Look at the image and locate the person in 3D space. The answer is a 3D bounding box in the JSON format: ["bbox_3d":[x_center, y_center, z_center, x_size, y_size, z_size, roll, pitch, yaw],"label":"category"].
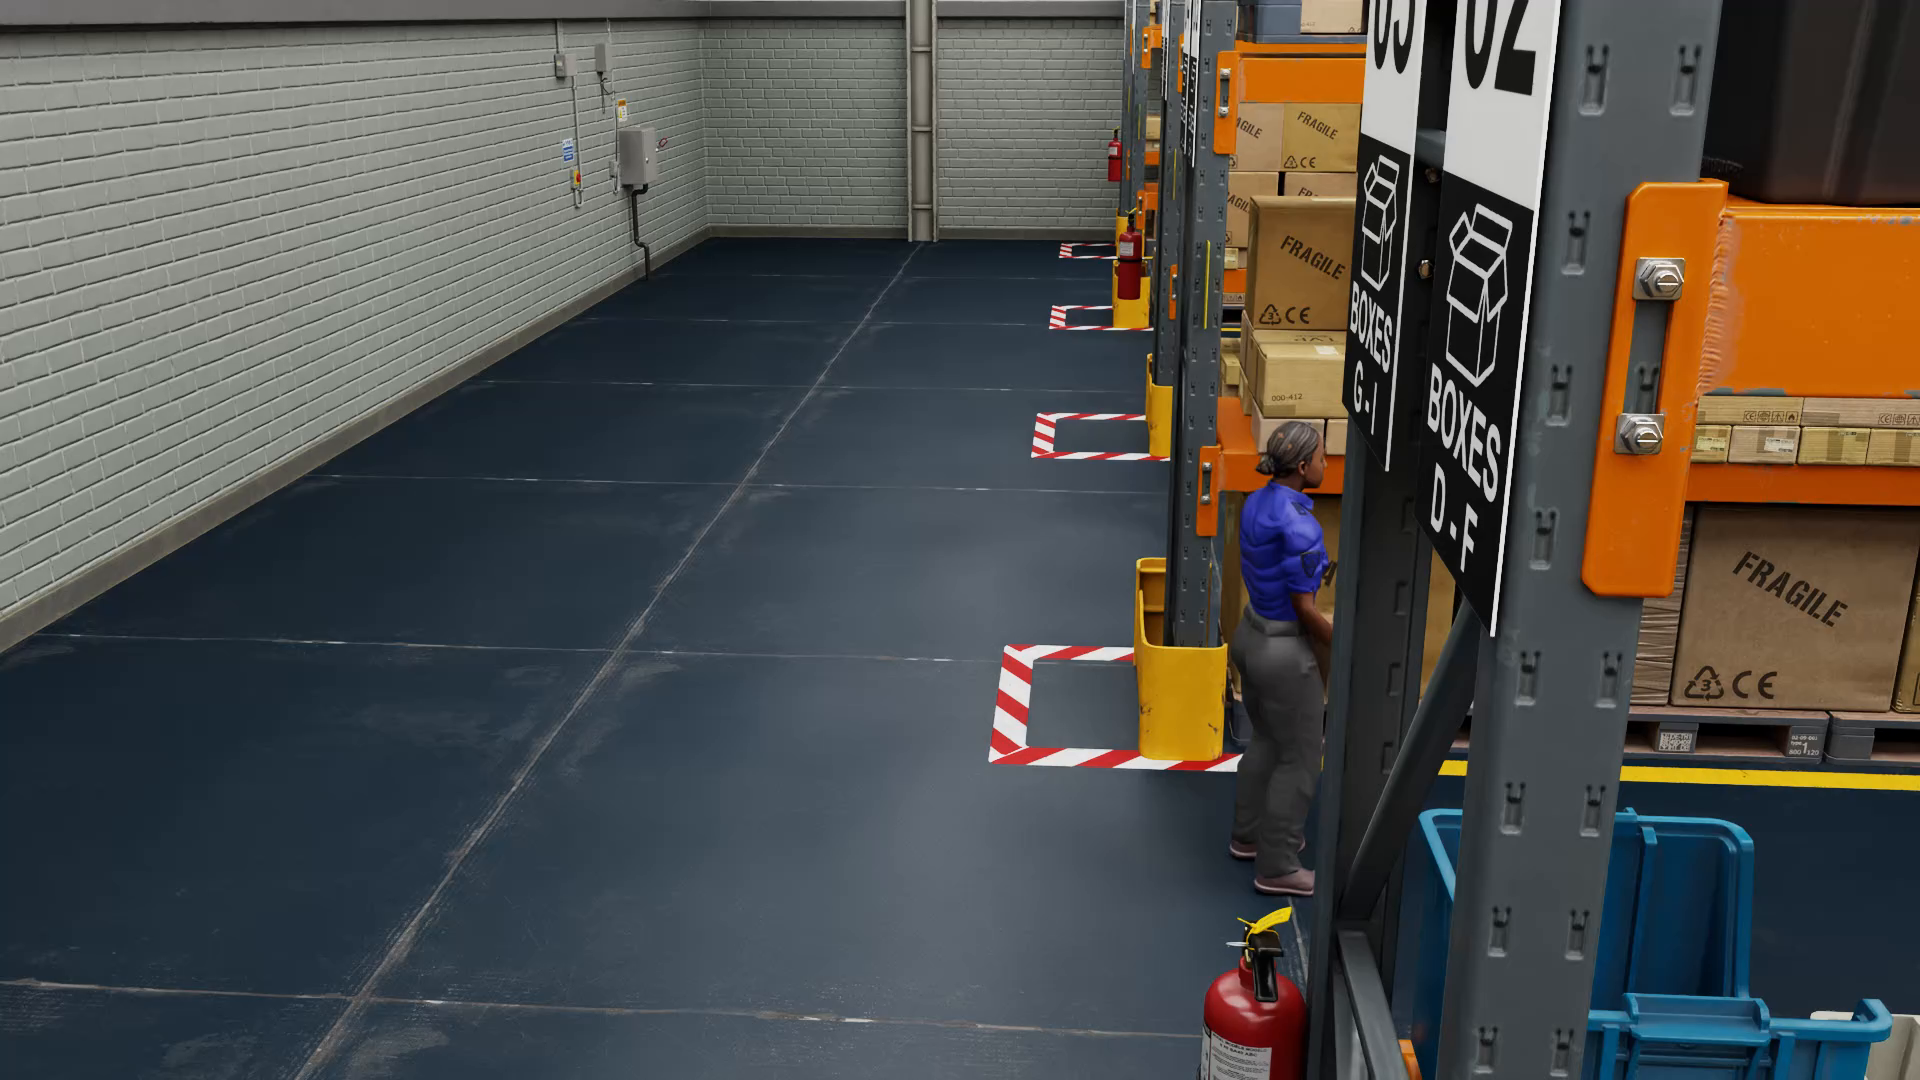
[{"bbox_3d":[1.163,0.397,5.797,0.405,1.663,0.479,-3,18,-10],"label":"person"}]
